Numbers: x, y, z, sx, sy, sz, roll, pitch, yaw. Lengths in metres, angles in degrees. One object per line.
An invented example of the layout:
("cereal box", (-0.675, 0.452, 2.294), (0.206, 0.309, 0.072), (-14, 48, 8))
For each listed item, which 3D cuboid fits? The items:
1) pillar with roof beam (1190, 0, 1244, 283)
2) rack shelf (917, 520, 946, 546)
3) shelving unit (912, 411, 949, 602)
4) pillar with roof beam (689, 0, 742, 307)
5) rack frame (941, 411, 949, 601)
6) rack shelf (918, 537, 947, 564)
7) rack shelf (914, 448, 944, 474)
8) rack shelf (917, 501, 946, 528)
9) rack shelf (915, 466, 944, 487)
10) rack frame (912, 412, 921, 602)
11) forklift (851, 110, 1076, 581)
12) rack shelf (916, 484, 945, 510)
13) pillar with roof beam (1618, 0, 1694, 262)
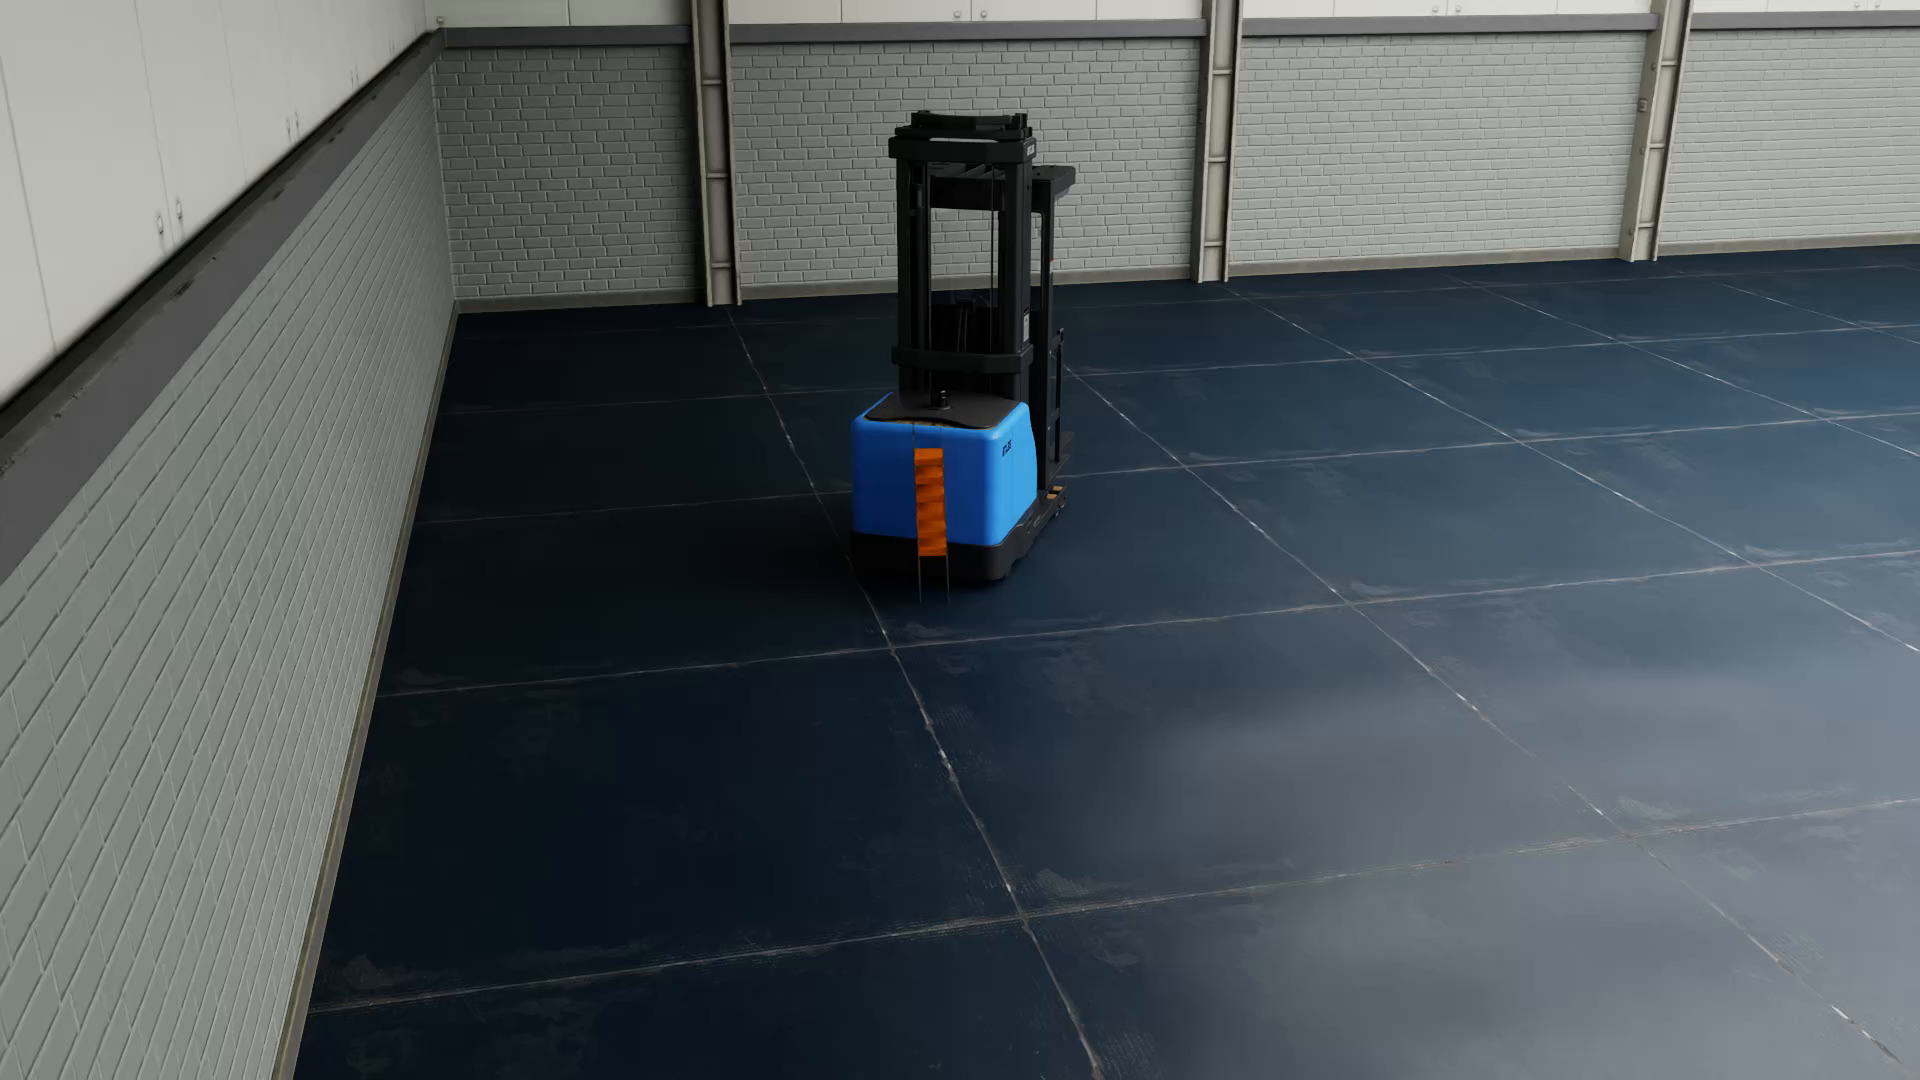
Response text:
("pillar with roof beam", (4.075, -6.016, 15.155), (0.400, 9.000, 9.100), (-5, 21, -12))
("rack shelf", (-0.180, -0.052, 10.676), (0.180, 0.103, 0.258), (-2, 19, 0))
("shelving unit", (-0.186, -0.207, 10.622), (0.189, 1.200, 0.258), (-2, 19, 0))
("pillar with roof beam", (-1.764, -5.541, 13.859), (0.400, 9.000, 9.100), (-5, 21, -12))
("rack frame", (-0.094, -0.211, 10.622), (0.006, 1.200, 0.240), (-2, 19, 0))
("rack shelf", (-0.176, 0.061, 10.716), (0.180, 0.103, 0.258), (-2, 19, 0))
("rack shelf", (-0.196, -0.505, 10.518), (0.180, 0.103, 0.258), (-2, 19, 0))
("rack shelf", (-0.184, -0.165, 10.637), (0.180, 0.103, 0.258), (-2, 19, 0))
("rack shelf", (-0.192, -0.392, 10.557), (0.180, 0.103, 0.258), (-2, 19, 0))
("rack frame", (-0.277, -0.204, 10.622), (0.006, 1.200, 0.240), (-2, 19, 0))
("forklift", (0.178, -1.583, 11.874), (1.130, 2.935, 3.031), (6, 21, 15))
("rack shelf", (-0.188, -0.279, 10.597), (0.180, 0.103, 0.258), (-2, 19, 0))
("pillar with roof beam", (9.914, -6.491, 16.452), (0.400, 9.000, 9.100), (-5, 21, -12))
